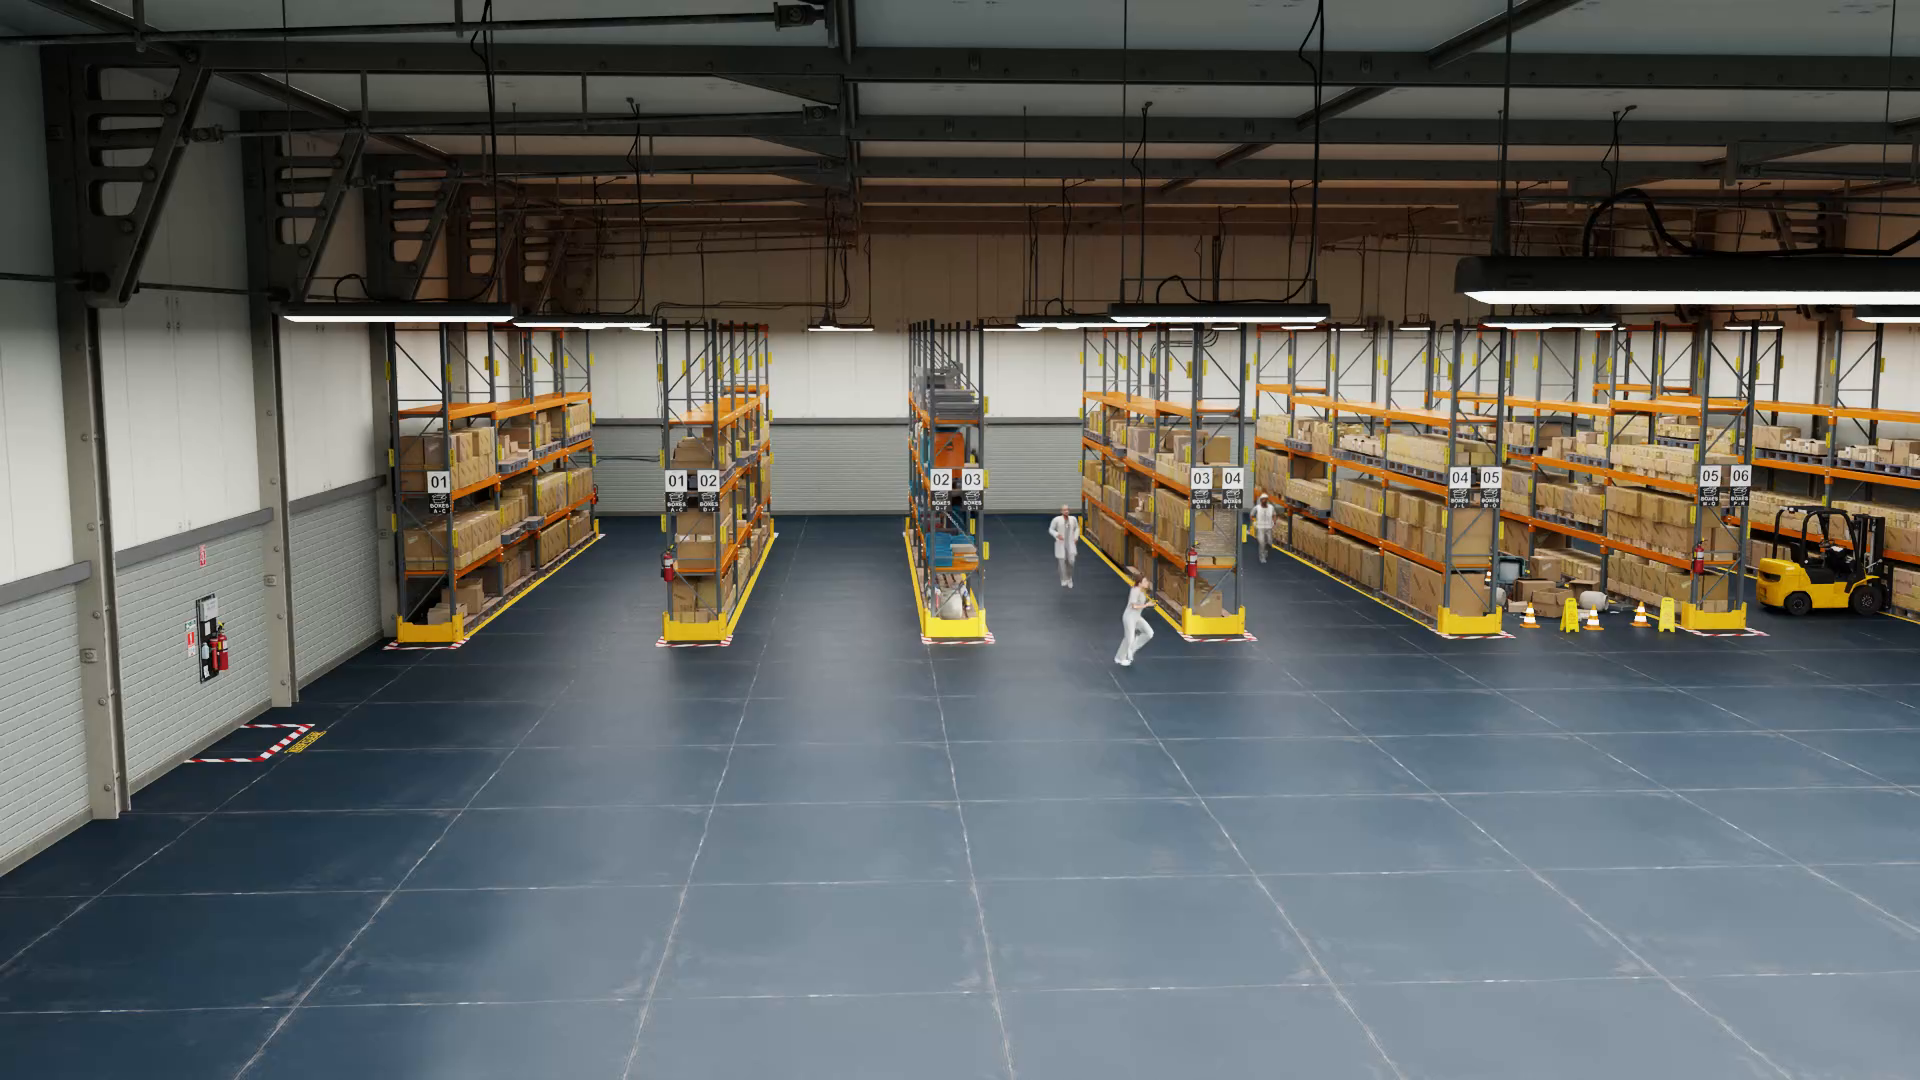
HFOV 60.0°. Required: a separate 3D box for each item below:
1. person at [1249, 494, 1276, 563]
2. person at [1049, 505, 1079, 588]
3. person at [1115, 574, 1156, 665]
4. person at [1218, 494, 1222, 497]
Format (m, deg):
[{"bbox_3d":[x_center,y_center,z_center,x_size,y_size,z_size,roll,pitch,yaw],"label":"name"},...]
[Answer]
[{"bbox_3d":[7.619,-0.294,41.775,0.685,1.735,0.675,0,7,-2],"label":"person"},{"bbox_3d":[2.272,0.150,35.886,0.706,1.809,0.678,-1,7,-7],"label":"person"},{"bbox_3d":[3.024,1.375,28.709,0.766,1.600,0.541,4,8,31],"label":"person"},{"bbox_3d":[7.195,-0.992,47.948,0.696,1.596,0.652,-7,10,-45],"label":"person"}]
